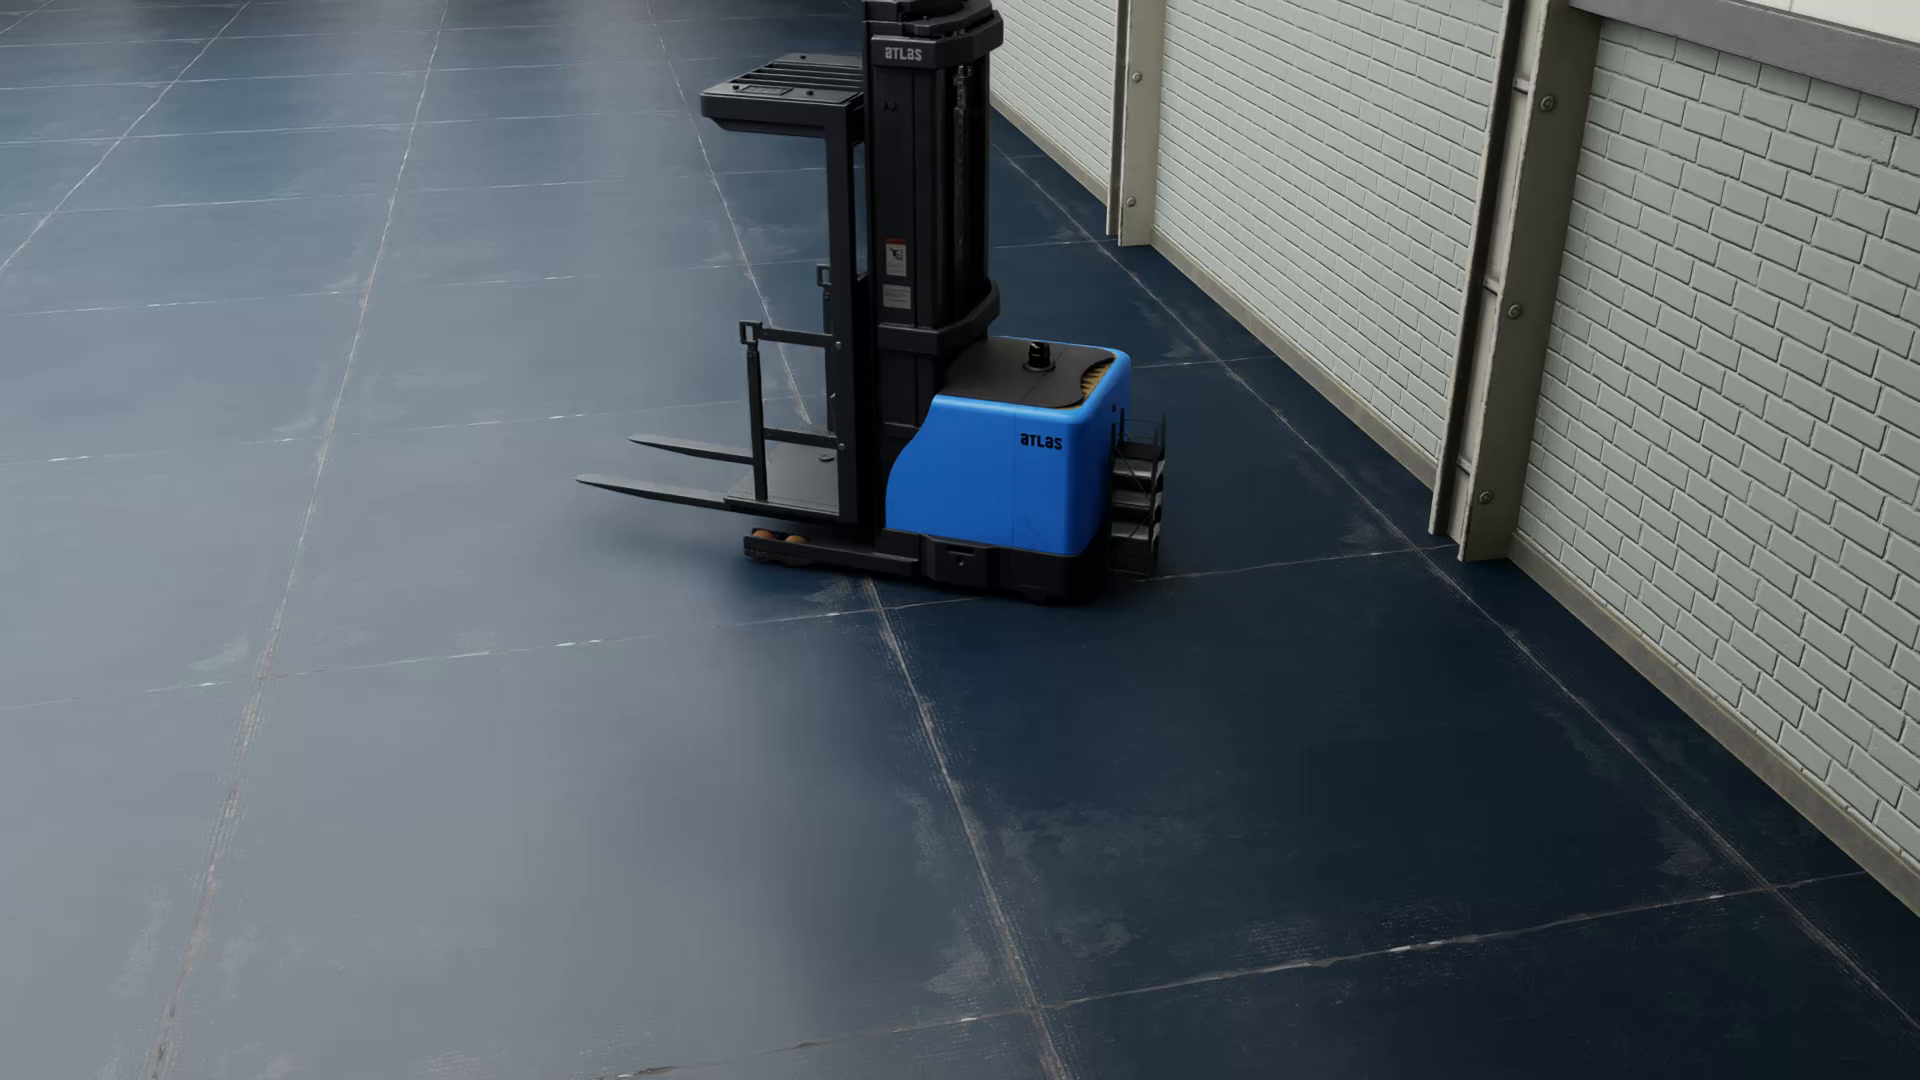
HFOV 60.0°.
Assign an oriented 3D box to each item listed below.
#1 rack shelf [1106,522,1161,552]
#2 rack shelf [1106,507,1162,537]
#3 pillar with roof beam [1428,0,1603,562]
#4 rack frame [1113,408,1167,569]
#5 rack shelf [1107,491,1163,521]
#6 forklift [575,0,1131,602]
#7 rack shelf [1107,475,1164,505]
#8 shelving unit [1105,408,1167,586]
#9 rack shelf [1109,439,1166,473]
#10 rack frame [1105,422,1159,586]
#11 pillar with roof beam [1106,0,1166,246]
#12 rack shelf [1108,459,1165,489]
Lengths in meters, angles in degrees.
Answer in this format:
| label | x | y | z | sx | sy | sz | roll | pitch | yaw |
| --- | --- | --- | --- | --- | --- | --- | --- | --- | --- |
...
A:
| label | x | y | z | sx | sy | sz | roll | pitch | yaw |
| --- | --- | --- | --- | --- | --- | --- | --- | --- | --- |
| rack shelf | 0.916 | -0.031 | 8.787 | 0.258 | 0.077 | 0.200 | 8 | 28 | 16 |
| rack shelf | 0.916 | -0.112 | 8.747 | 0.258 | 0.077 | 0.200 | 8 | 28 | 16 |
| pillar with roof beam | -1.368 | -3.563 | 6.321 | 9.100 | 9.000 | 0.400 | -6 | 27 | -12 |
| rack frame | 0.947 | -0.266 | 8.777 | 0.240 | 0.900 | 0.006 | 8 | 28 | 16 |
| rack shelf | 0.916 | -0.192 | 8.706 | 0.258 | 0.077 | 0.200 | 8 | 28 | 16 |
| forklift | -0.649 | -1.377 | 8.725 | 3.031 | 2.935 | 1.130 | 9 | 28 | 17 |
| rack shelf | 0.916 | -0.273 | 8.665 | 0.258 | 0.077 | 0.200 | 8 | 28 | 16 |
| shelving unit | 0.916 | -0.222 | 8.691 | 0.258 | 0.900 | 0.210 | 8 | 28 | 16 |
| rack shelf | 0.916 | -0.433 | 8.584 | 0.258 | 0.077 | 0.200 | 8 | 28 | 16 |
| rack frame | 0.885 | -0.178 | 8.605 | 0.240 | 0.900 | 0.006 | 8 | 28 | 16 |
| pillar with roof beam | -2.721 | -6.197 | 11.540 | 9.100 | 9.000 | 0.400 | -6 | 27 | -12 |
| rack shelf | 0.916 | -0.353 | 8.625 | 0.258 | 0.077 | 0.200 | 8 | 28 | 16 |
